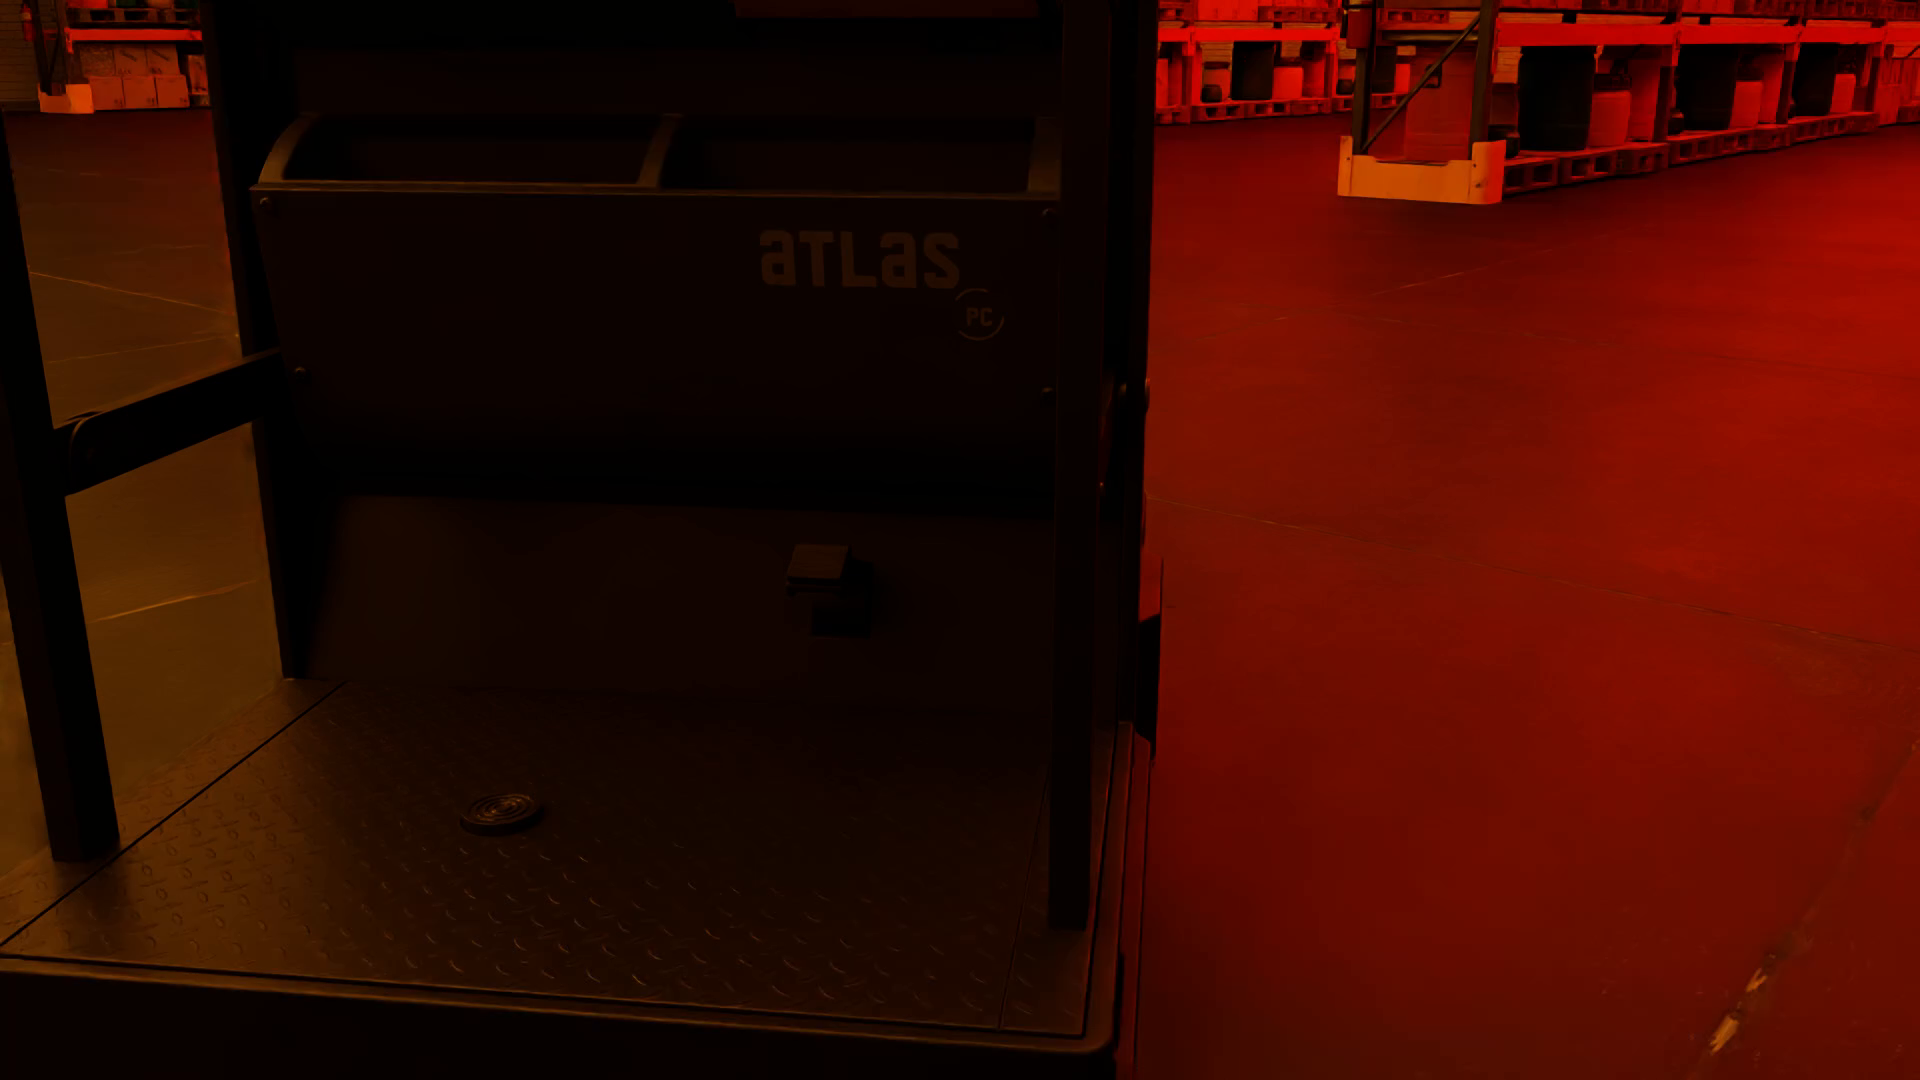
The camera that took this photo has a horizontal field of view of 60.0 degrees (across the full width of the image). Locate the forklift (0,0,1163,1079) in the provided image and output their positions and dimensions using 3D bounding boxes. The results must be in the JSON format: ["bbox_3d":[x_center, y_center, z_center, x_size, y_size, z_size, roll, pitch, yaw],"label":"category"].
[{"bbox_3d":[-0.355,-0.803,1.541,1.130,2.935,3.031,2,17,7],"label":"forklift"}]
